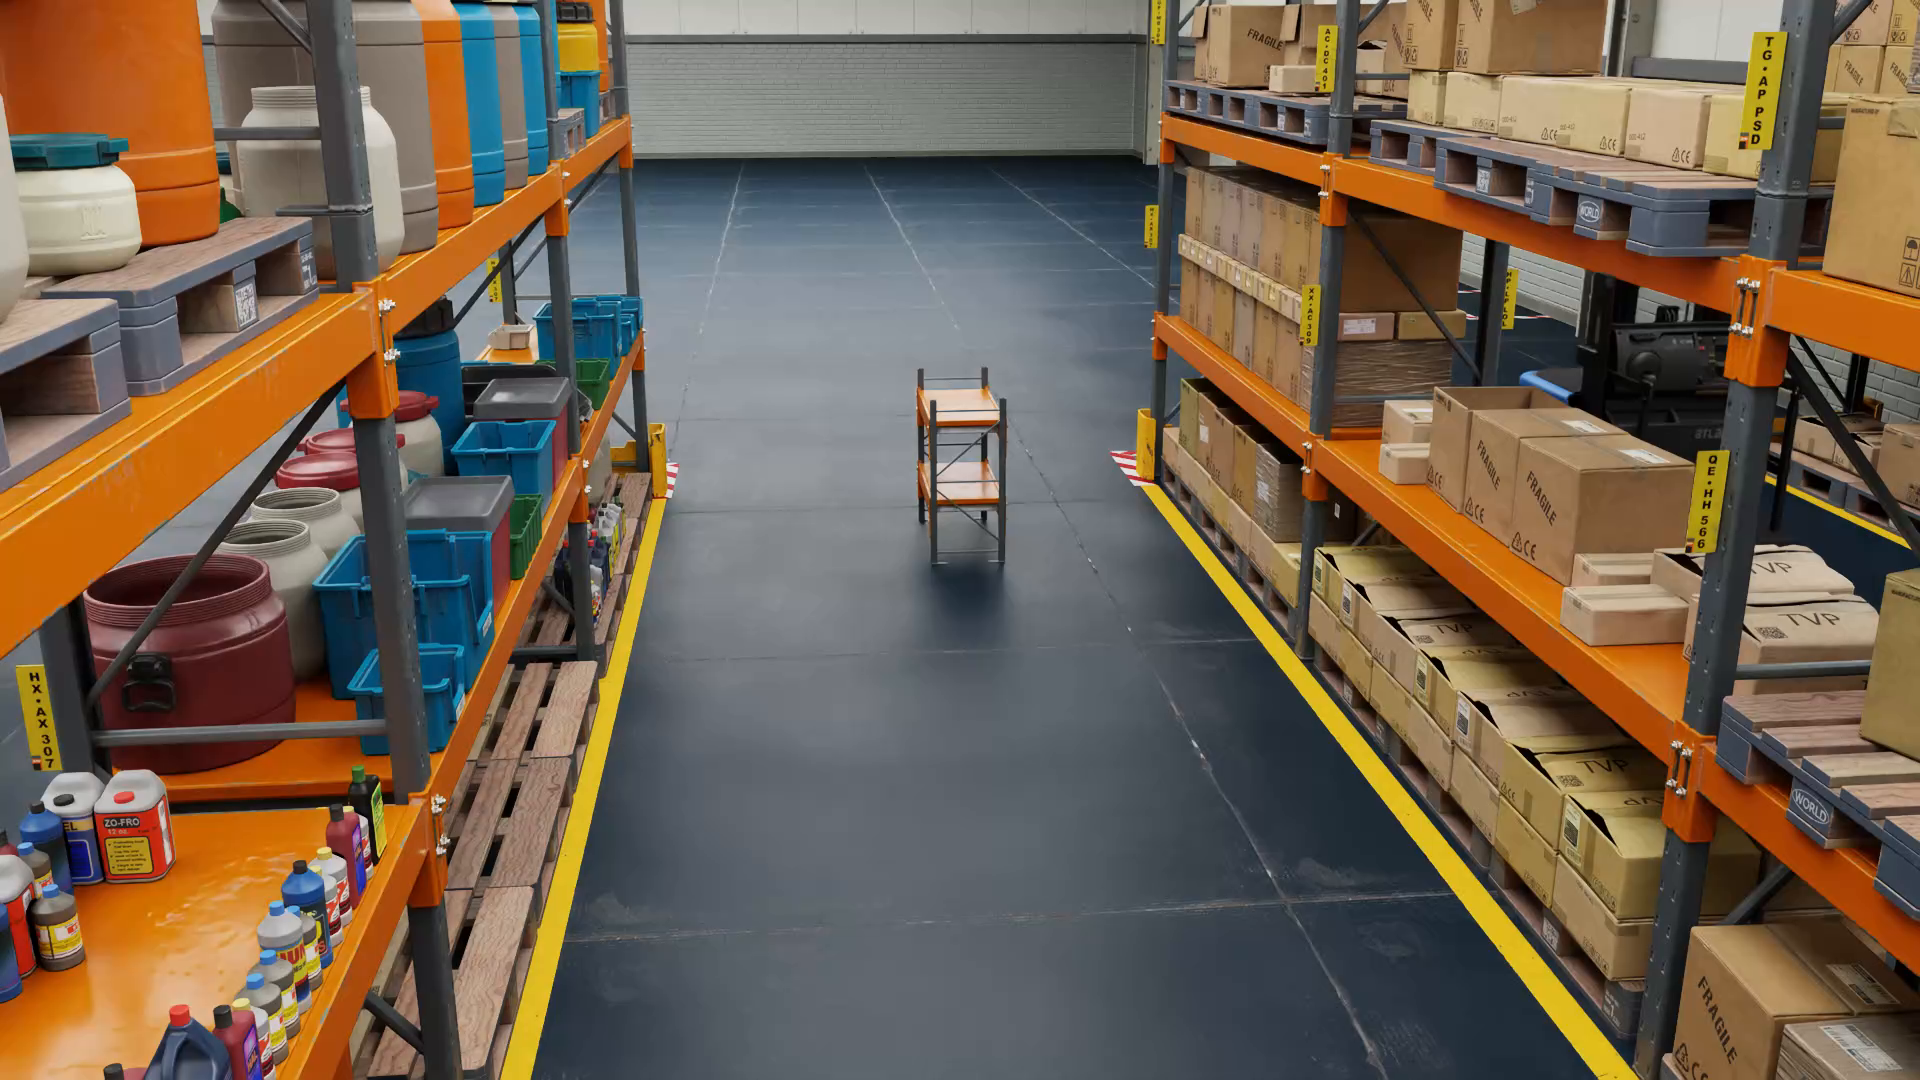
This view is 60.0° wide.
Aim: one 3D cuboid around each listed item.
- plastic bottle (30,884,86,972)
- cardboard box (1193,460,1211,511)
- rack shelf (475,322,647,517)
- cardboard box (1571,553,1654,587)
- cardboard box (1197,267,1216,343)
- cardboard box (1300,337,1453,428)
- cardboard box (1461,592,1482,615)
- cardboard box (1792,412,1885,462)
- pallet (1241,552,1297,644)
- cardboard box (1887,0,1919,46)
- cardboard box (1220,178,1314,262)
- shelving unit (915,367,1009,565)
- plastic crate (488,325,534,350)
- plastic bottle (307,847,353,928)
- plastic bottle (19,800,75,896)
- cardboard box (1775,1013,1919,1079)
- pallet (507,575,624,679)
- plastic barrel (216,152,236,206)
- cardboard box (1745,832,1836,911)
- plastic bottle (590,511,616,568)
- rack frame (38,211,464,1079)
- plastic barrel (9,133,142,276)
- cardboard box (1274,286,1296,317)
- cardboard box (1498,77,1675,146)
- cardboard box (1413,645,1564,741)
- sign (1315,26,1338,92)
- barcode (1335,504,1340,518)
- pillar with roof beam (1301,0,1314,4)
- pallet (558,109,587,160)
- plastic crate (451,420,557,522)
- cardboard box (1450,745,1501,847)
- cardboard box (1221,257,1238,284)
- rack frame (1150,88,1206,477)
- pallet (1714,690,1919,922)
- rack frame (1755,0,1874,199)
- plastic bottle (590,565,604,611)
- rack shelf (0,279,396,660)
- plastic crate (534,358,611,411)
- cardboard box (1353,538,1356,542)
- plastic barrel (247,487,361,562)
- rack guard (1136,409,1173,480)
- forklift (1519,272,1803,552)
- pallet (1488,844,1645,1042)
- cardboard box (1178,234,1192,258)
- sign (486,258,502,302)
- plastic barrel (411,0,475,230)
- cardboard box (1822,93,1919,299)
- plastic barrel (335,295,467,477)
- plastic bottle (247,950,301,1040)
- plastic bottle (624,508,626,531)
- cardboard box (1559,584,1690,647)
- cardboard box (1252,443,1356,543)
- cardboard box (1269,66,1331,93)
[{"bbox_3d":[-2.189,0.932,4.031,0.097,0.201,0.097,0,17,0],"label":"plastic bottle"},{"bbox_3d":[1.960,-0.389,11.798,0.500,0.250,0.500,-2,18,-6],"label":"cardboard box"},{"bbox_3d":[-2.701,-0.874,10.655,1.077,0.370,4.000,-2,18,-6],"label":"rack shelf"},{"bbox_3d":[2.657,0.160,6.579,0.380,0.149,0.250,0,17,-2],"label":"cardboard box"},{"bbox_3d":[2.114,-1.717,11.972,0.700,0.500,0.500,-1,17,-4],"label":"cardboard box"},{"bbox_3d":[2.380,-0.953,9.538,0.700,0.500,0.500,-2,18,-7],"label":"cardboard box"},{"bbox_3d":[2.819,0.337,8.548,0.500,0.311,0.500,-1,17,-4],"label":"cardboard box"},{"bbox_3d":[6.928,-0.837,13.091,0.500,0.311,0.500,-4,18,-12],"label":"cardboard box"},{"bbox_3d":[2.392,0.319,10.309,1.003,0.211,1.213,-2,18,-6],"label":"pallet"},{"bbox_3d":[6.810,-3.659,11.447,0.500,0.500,0.500,-1,17,-4],"label":"cardboard box"},{"bbox_3d":[2.173,-2.170,11.248,0.700,0.500,0.500,-2,18,-5],"label":"cardboard box"},{"bbox_3d":[0.001,-0.535,11.502,0.538,1.125,1.048,-2,18,-6],"label":"shelving unit"},{"bbox_3d":[-3.135,-1.411,11.603,0.298,0.136,0.250,-2,18,-6],"label":"plastic crate"},{"bbox_3d":[-1.599,0.876,4.210,0.097,0.201,0.097,0,17,0],"label":"plastic bottle"},{"bbox_3d":[-2.375,0.806,4.317,0.097,0.271,0.097,0,17,0],"label":"plastic bottle"},{"bbox_3d":[2.667,1.701,4.689,0.500,0.500,0.500,-2,18,-8],"label":"cardboard box"},{"bbox_3d":[-2.523,0.508,9.708,1.003,0.211,1.213,-2,18,-6],"label":"pallet"},{"bbox_3d":[-2.446,-1.167,5.608,0.301,0.262,0.301,0,17,0],"label":"plastic barrel"},{"bbox_3d":[3.083,1.097,6.128,0.500,0.311,0.500,-1,17,-4],"label":"cardboard box"},{"bbox_3d":[-2.229,-0.004,10.369,0.144,0.351,0.185,-2,18,-6],"label":"plastic bottle"},{"bbox_3d":[-2.082,0.570,4.853,1.000,3.000,0.127,-2,18,-6],"label":"rack frame"},{"bbox_3d":[-1.826,-0.680,3.358,0.301,0.262,0.301,0,17,0],"label":"plastic barrel"},{"bbox_3d":[2.110,-1.435,9.990,0.380,0.149,0.250,-2,18,-6],"label":"cardboard box"},{"bbox_3d":[2.569,-1.762,6.822,0.500,0.250,0.500,-3,18,-10],"label":"cardboard box"},{"bbox_3d":[2.387,0.659,7.522,0.500,0.311,0.500,-1,17,-4],"label":"cardboard box"},{"bbox_3d":[1.880,-2.471,8.538,0.100,0.325,0.005,-2,18,-6],"label":"sign"},{"bbox_3d":[2.044,-0.160,9.014,0.001,0.075,0.075,-2,18,-6],"label":"barcode"},{"bbox_3d":[1.741,-10.030,28.600,9.100,9.000,0.400,-2,18,-6],"label":"pillar with roof beam"},{"bbox_3d":[-2.667,-2.174,8.903,1.213,0.211,1.003,-2,18,-6],"label":"pallet"},{"bbox_3d":[-2.072,-0.295,7.635,0.392,0.384,0.575,-2,18,-6],"label":"plastic crate"},{"bbox_3d":[2.442,1.077,7.127,0.500,0.250,0.500,-1,17,-4],"label":"cardboard box"},{"bbox_3d":[1.981,-1.815,11.201,0.380,0.149,0.250,-2,18,-6],"label":"cardboard box"},{"bbox_3d":[2.020,-1.965,12.929,1.000,3.000,0.127,-2,18,-6],"label":"rack frame"},{"bbox_3d":[2.985,0.710,4.729,1.213,0.211,1.003,-2,18,-6],"label":"pallet"},{"bbox_3d":[2.845,-2.444,4.438,1.000,3.000,0.127,-2,18,-6],"label":"rack frame"},{"bbox_3d":[-2.152,0.264,9.641,0.152,0.276,0.135,-1,17,-4],"label":"plastic bottle"},{"bbox_3d":[-1.876,0.078,2.613,1.077,0.370,4.000,-2,18,-6],"label":"rack shelf"},{"bbox_3d":[-2.354,-0.934,9.997,0.450,0.188,0.662,-2,18,-6],"label":"plastic crate"},{"bbox_3d":[2.640,0.041,10.427,0.500,0.250,0.500,-2,18,-6],"label":"cardboard box"},{"bbox_3d":[-2.444,0.092,6.191,0.421,0.512,0.421,0,17,0],"label":"plastic barrel"},{"bbox_3d":[2.017,-0.780,13.326,1.175,0.500,0.348,-2,18,-6],"label":"rack guard"},{"bbox_3d":[4.695,-1.173,10.520,1.130,2.935,3.031,-2,18,-7],"label":"forklift"},{"bbox_3d":[2.799,1.502,6.539,1.003,0.211,1.213,-2,18,-6],"label":"pallet"},{"bbox_3d":[1.846,-2.199,12.423,0.380,0.149,0.250,-2,18,-6],"label":"cardboard box"},{"bbox_3d":[-3.455,-1.930,12.353,0.100,0.325,0.005,-2,18,-6],"label":"sign"},{"bbox_3d":[-2.019,-1.512,5.761,0.600,0.830,0.708,-2,18,-6],"label":"plastic barrel"},{"bbox_3d":[2.923,-0.932,4.462,0.910,0.500,0.500,-2,18,-6],"label":"cardboard box"},{"bbox_3d":[-2.757,-0.736,8.177,0.600,0.901,0.708,-2,18,-6],"label":"plastic barrel"},{"bbox_3d":[-1.549,1.021,3.748,0.097,0.201,0.097,0,17,0],"label":"plastic bottle"},{"bbox_3d":[-2.282,-0.154,11.098,0.097,0.201,0.097,0,17,0],"label":"plastic bottle"},{"bbox_3d":[2.477,0.279,6.201,0.380,0.149,0.250,-2,18,-6],"label":"cardboard box"},{"bbox_3d":[2.127,-0.300,10.264,0.500,0.500,0.500,-2,18,-6],"label":"cardboard box"},{"bbox_3d":[2.036,-2.703,9.755,0.380,0.149,0.250,-2,18,-6],"label":"cardboard box"}]
